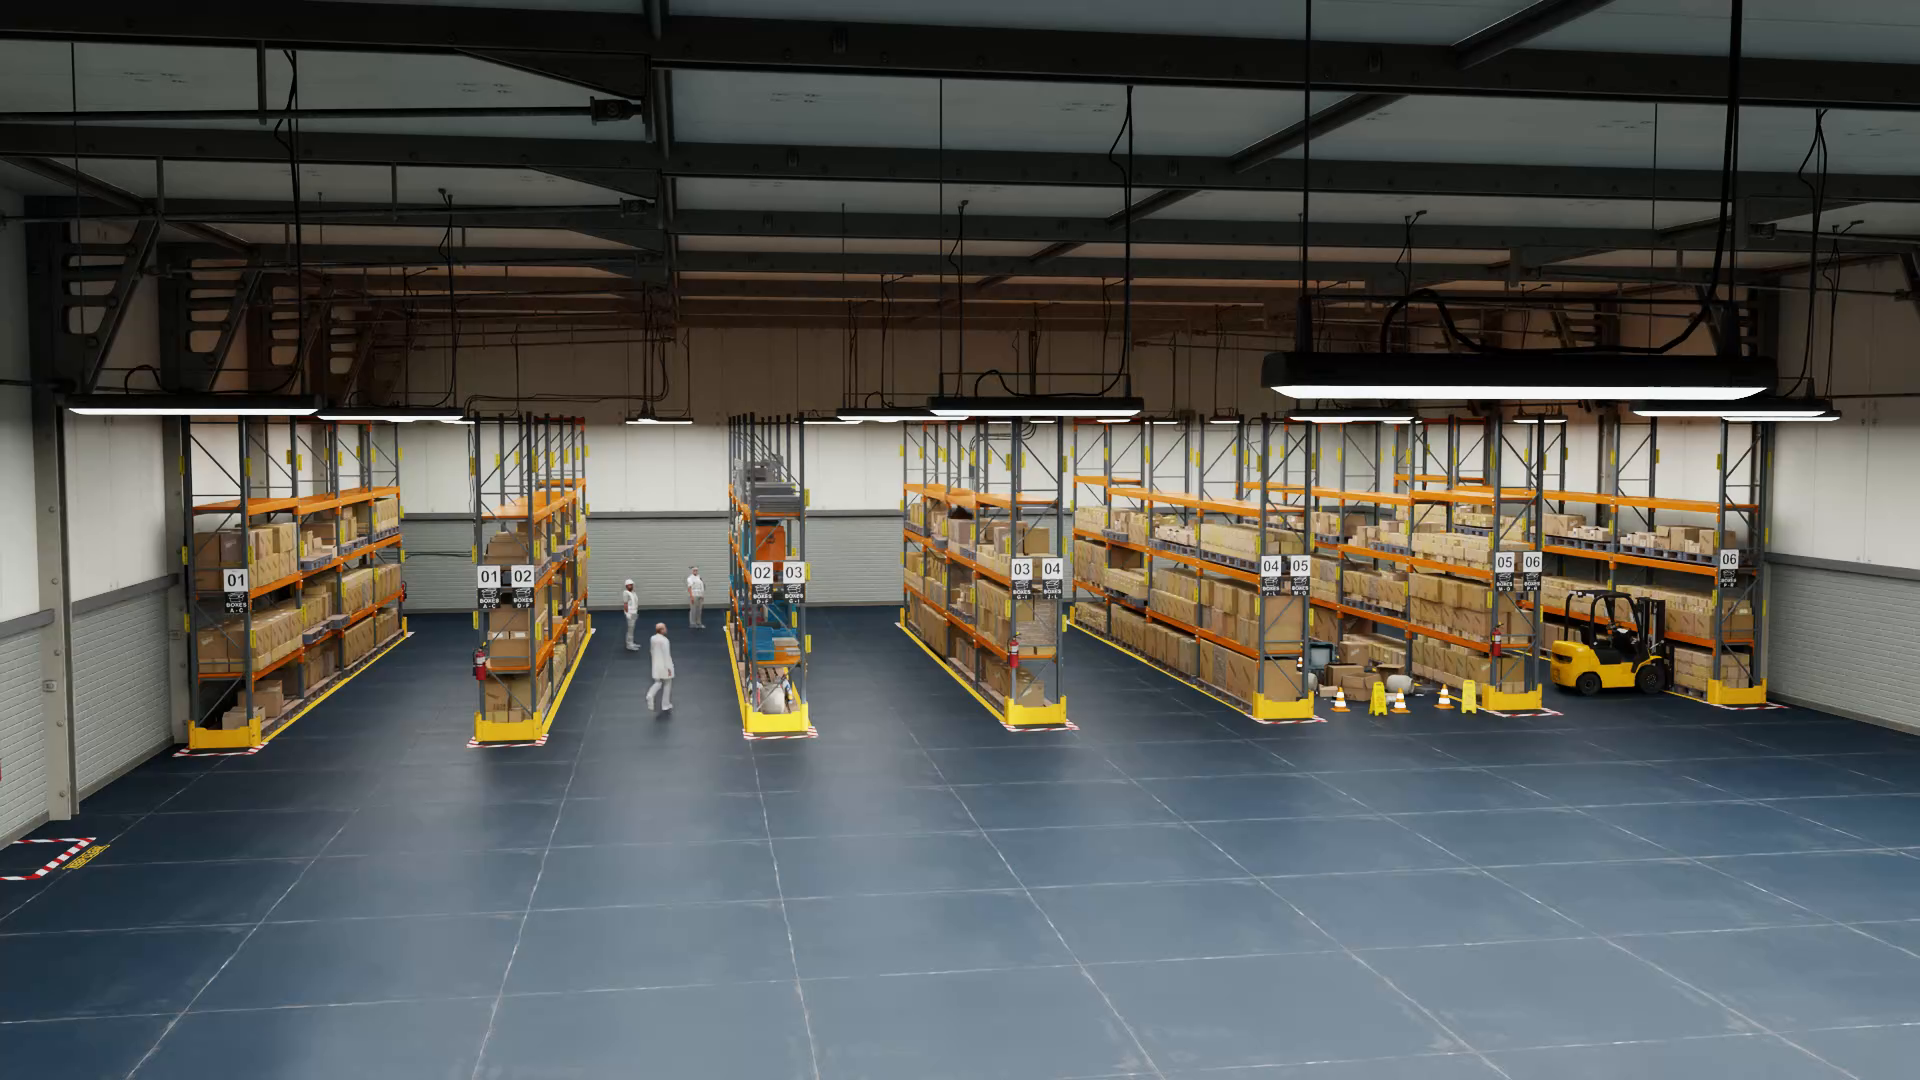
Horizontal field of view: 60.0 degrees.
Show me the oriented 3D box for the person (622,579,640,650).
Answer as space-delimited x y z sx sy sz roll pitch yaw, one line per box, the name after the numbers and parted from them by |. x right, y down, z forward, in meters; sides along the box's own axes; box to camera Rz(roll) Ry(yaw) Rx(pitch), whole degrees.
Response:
-8.495 1.920 42.957 0.435 1.806 0.582 0 4 -3 | person

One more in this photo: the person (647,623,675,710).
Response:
-6.040 2.551 33.479 0.542 1.764 0.778 2 4 24 | person

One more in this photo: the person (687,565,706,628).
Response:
-7.525 1.618 47.492 0.423 1.801 0.539 1 4 16 | person
